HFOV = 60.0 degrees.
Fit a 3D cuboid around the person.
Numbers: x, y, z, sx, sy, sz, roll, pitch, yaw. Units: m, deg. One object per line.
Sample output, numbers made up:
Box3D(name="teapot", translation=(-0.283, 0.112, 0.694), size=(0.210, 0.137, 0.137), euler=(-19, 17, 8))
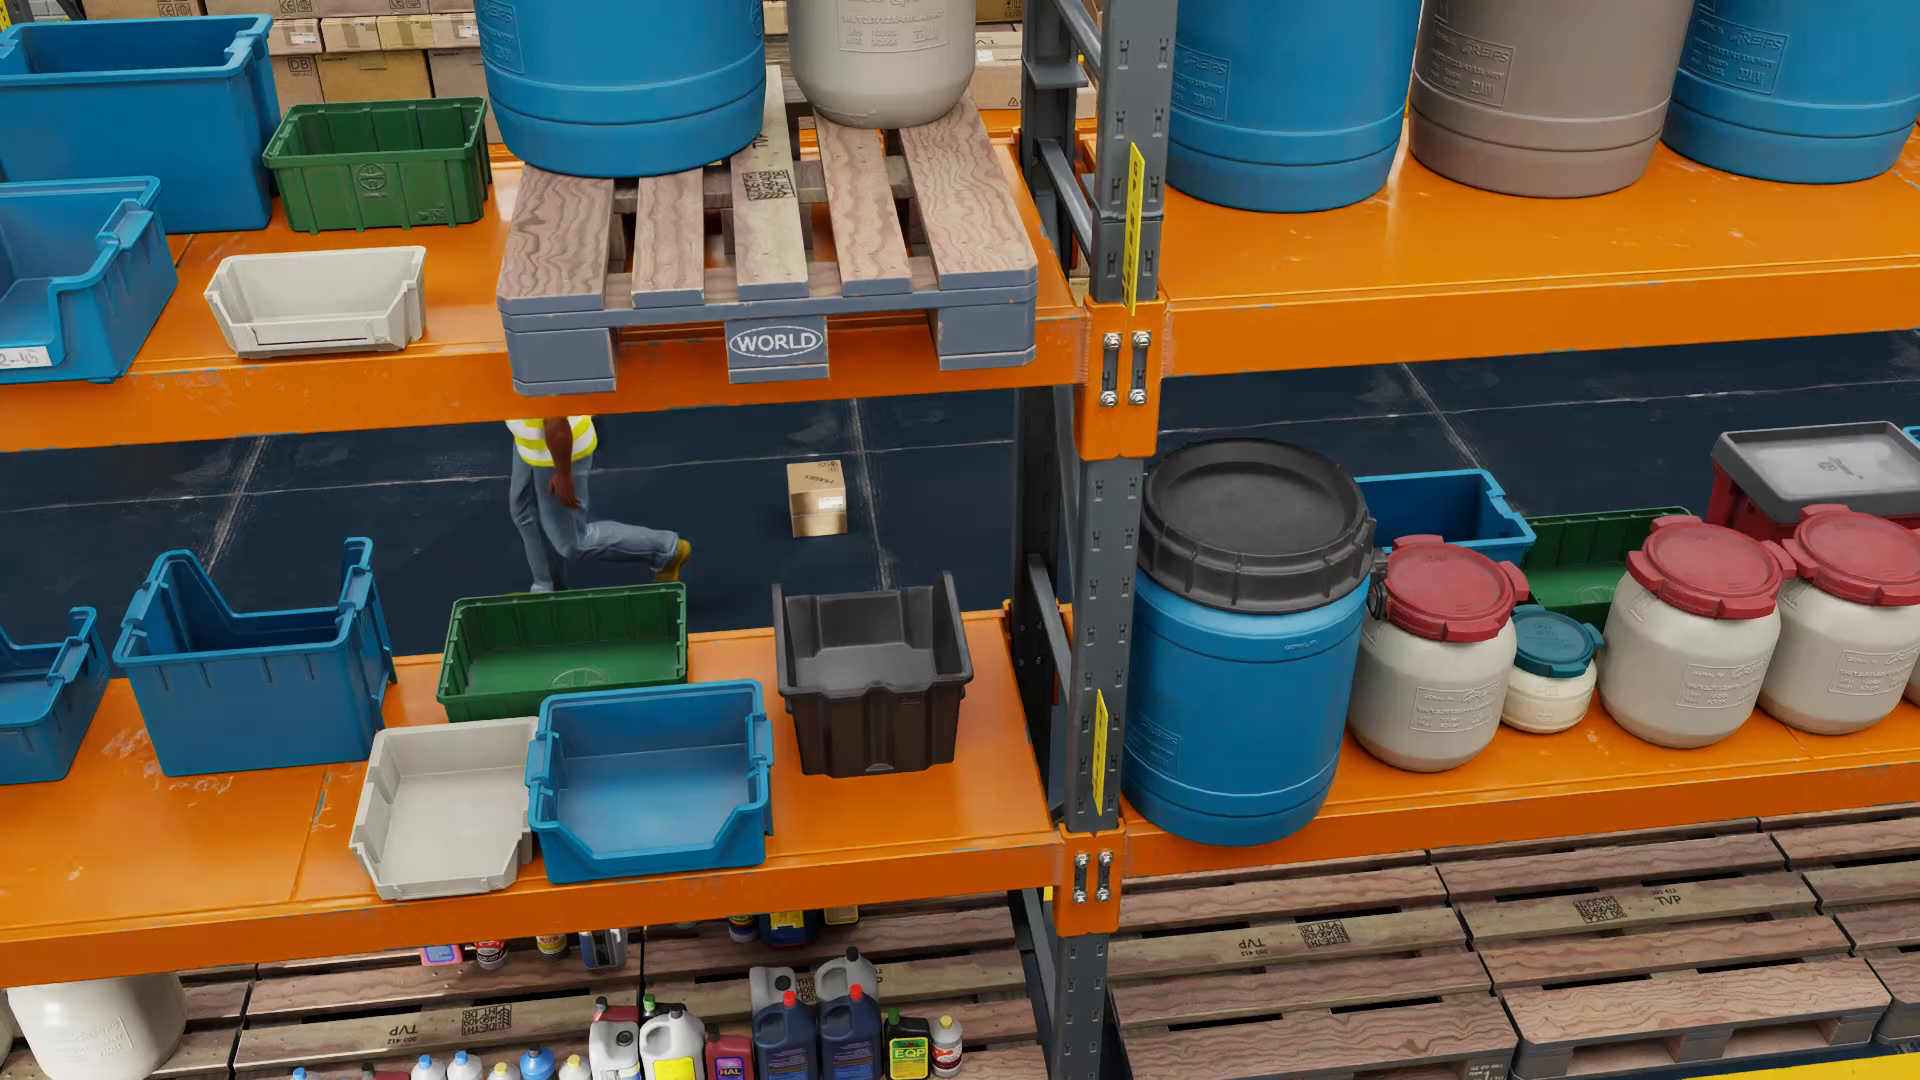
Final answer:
Box3D(name="person", translation=(-1.568, -0.403, 6.703), size=(0.838, 1.741, 0.577), euler=(-11, 36, -16))
